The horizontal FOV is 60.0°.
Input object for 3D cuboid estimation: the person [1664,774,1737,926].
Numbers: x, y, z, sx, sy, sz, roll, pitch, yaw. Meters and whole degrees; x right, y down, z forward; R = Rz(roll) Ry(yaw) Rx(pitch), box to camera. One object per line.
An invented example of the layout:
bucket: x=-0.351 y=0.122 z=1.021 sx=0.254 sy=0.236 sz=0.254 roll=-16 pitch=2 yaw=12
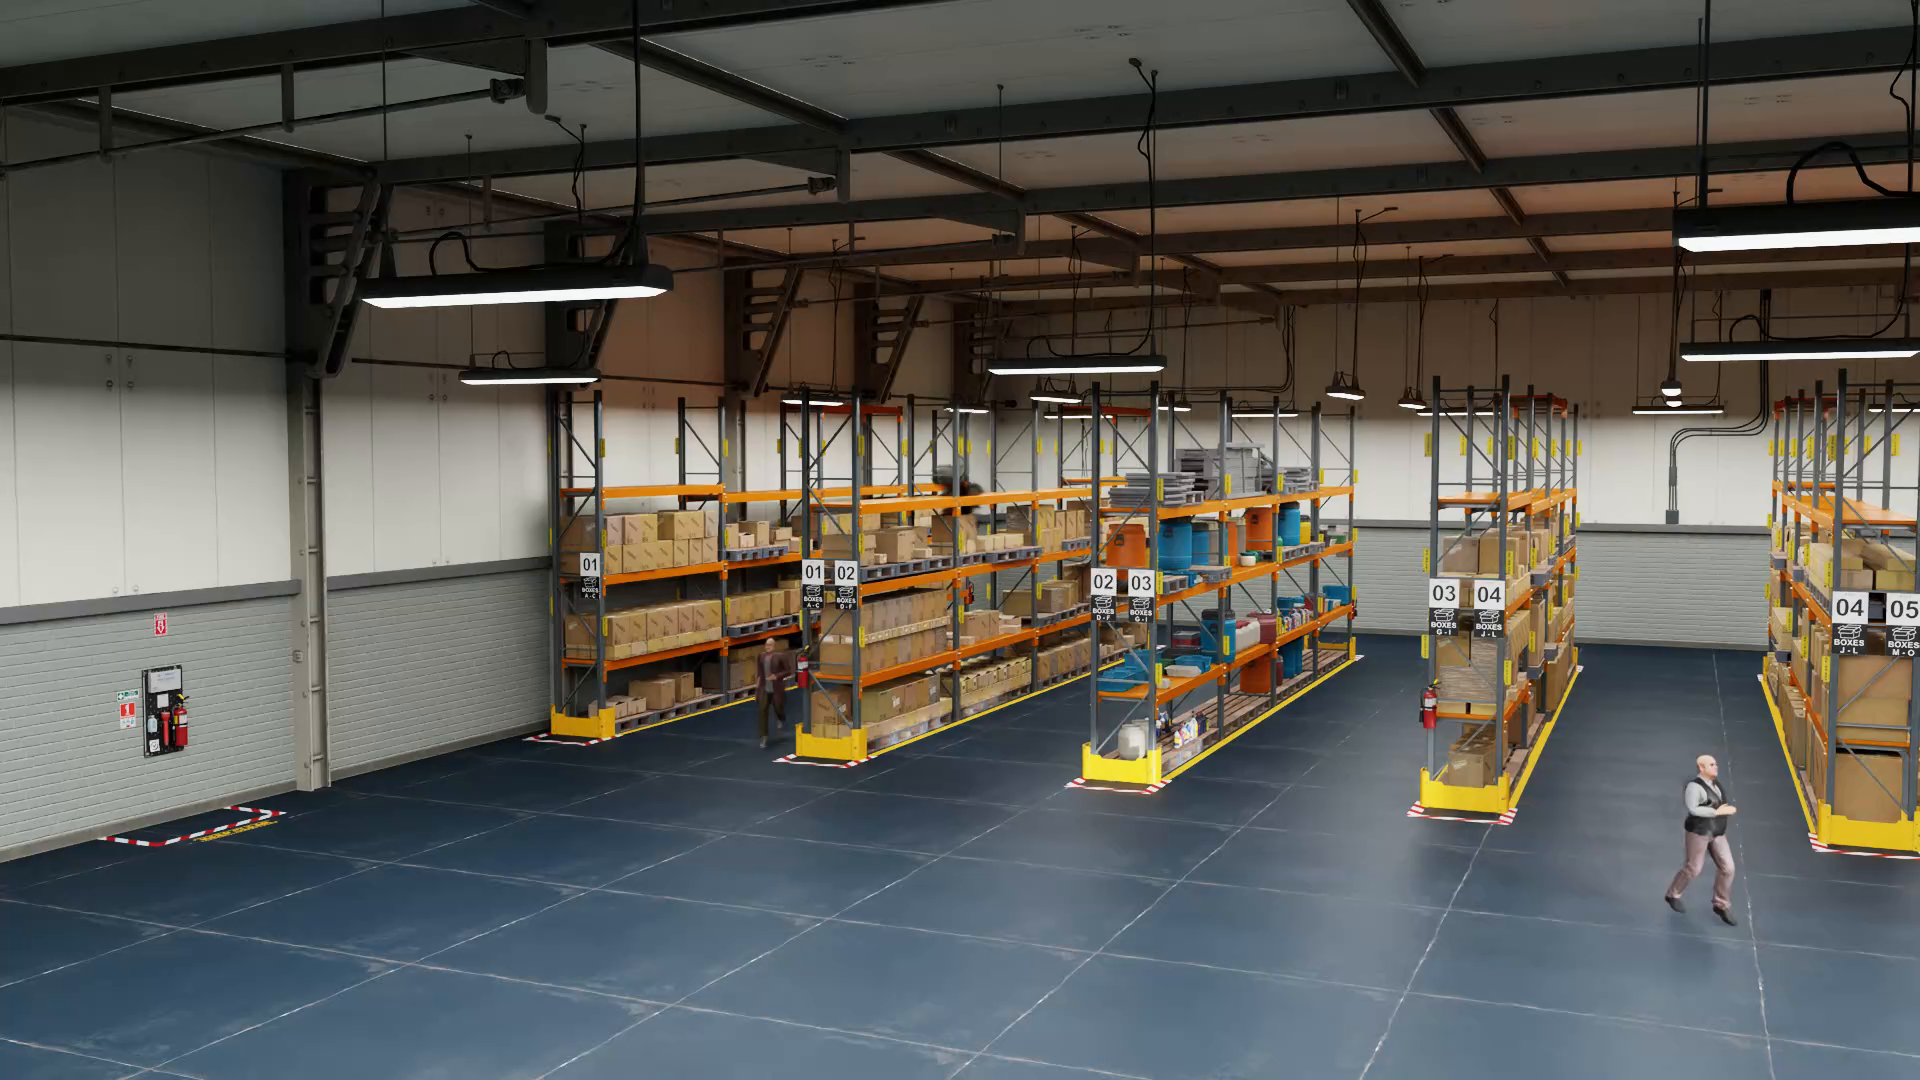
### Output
person: x=7.869 y=3.260 z=17.660 sx=0.671 sy=1.593 sz=0.729 roll=-2 pitch=4 yaw=-31

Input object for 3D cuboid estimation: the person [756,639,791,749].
person: x=-3.166 y=2.568 z=28.243 sx=0.660 sy=1.814 sz=1.197 roll=0 pitch=3 yaw=7
